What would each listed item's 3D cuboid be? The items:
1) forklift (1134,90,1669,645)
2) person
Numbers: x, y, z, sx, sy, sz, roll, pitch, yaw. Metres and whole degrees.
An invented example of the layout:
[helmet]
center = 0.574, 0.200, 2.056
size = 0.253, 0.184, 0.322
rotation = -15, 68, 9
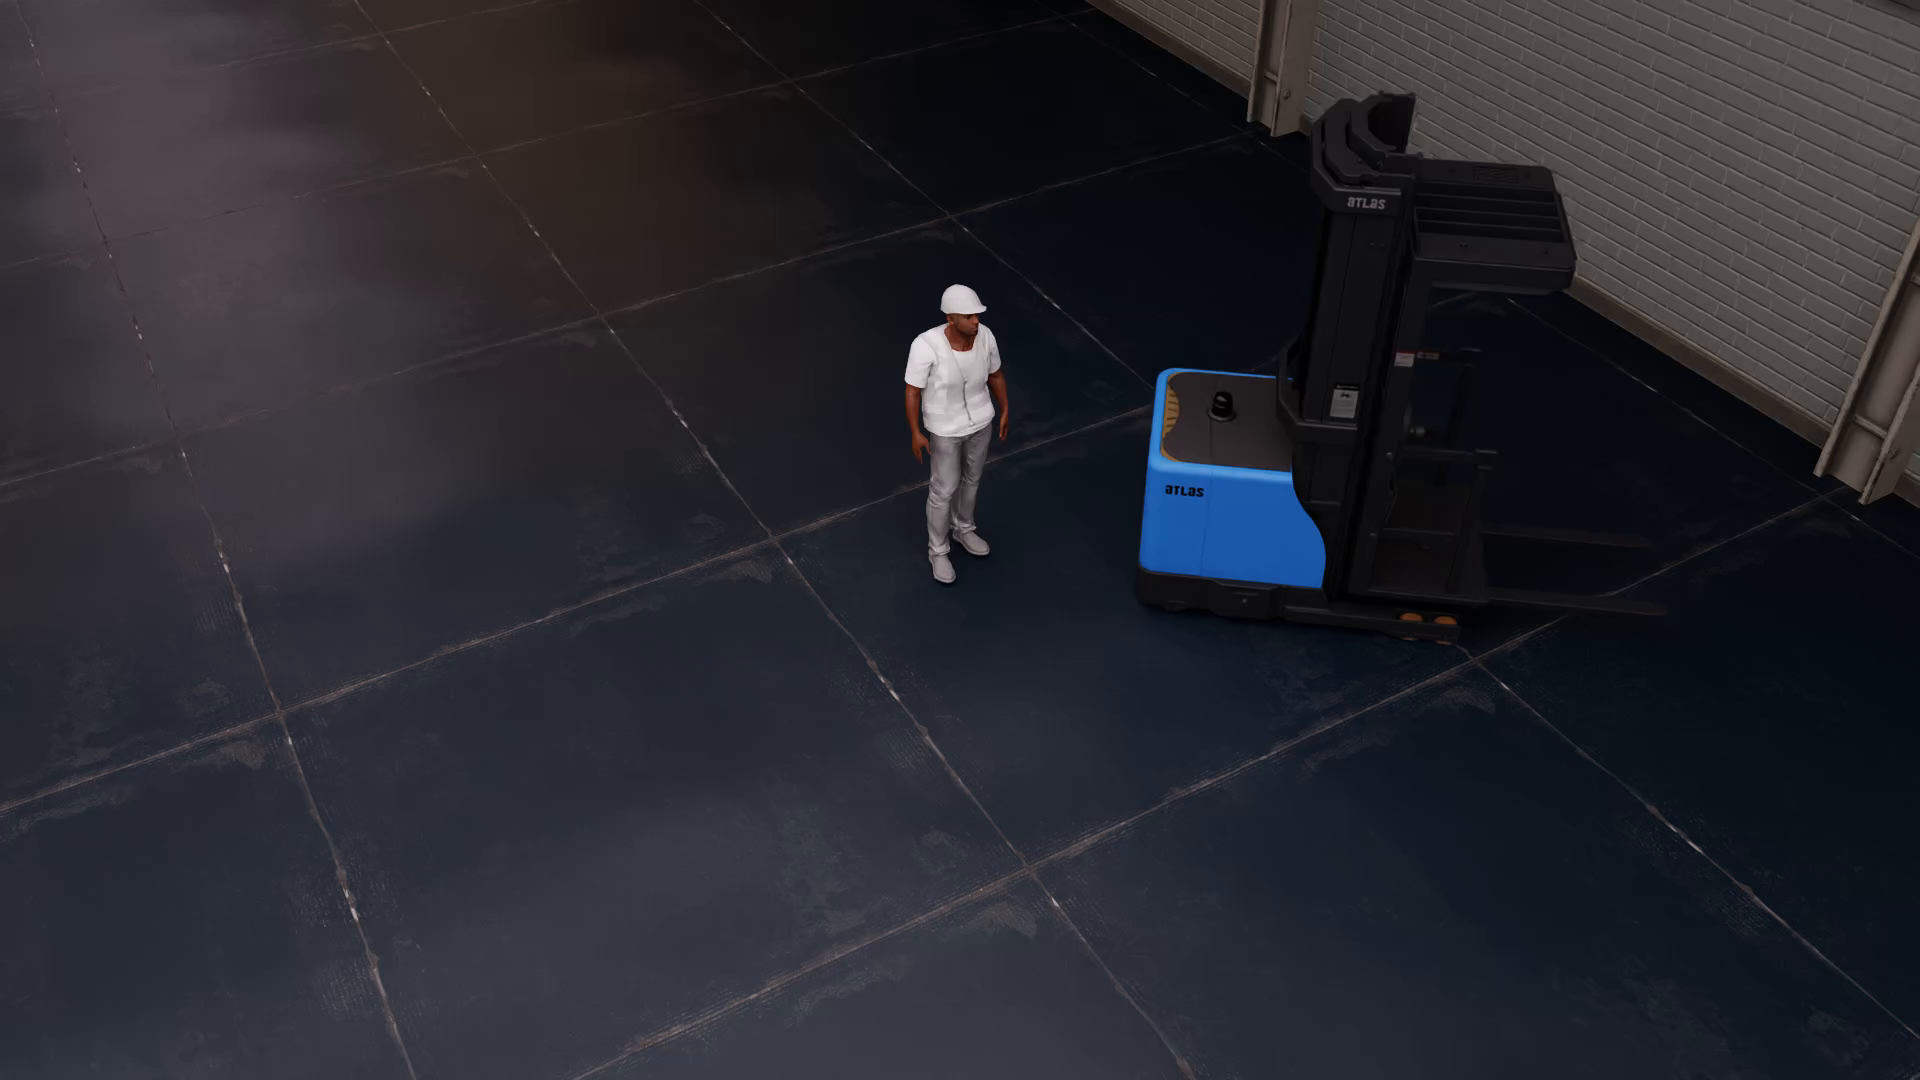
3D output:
[forklift]
center = 2.593, -0.890, 9.109
size = 3.031, 2.935, 1.130
rotation = 6, 40, 7
[person]
center = 0.030, -0.645, 9.715
size = 0.666, 1.765, 0.577
rotation = -20, 44, -23
